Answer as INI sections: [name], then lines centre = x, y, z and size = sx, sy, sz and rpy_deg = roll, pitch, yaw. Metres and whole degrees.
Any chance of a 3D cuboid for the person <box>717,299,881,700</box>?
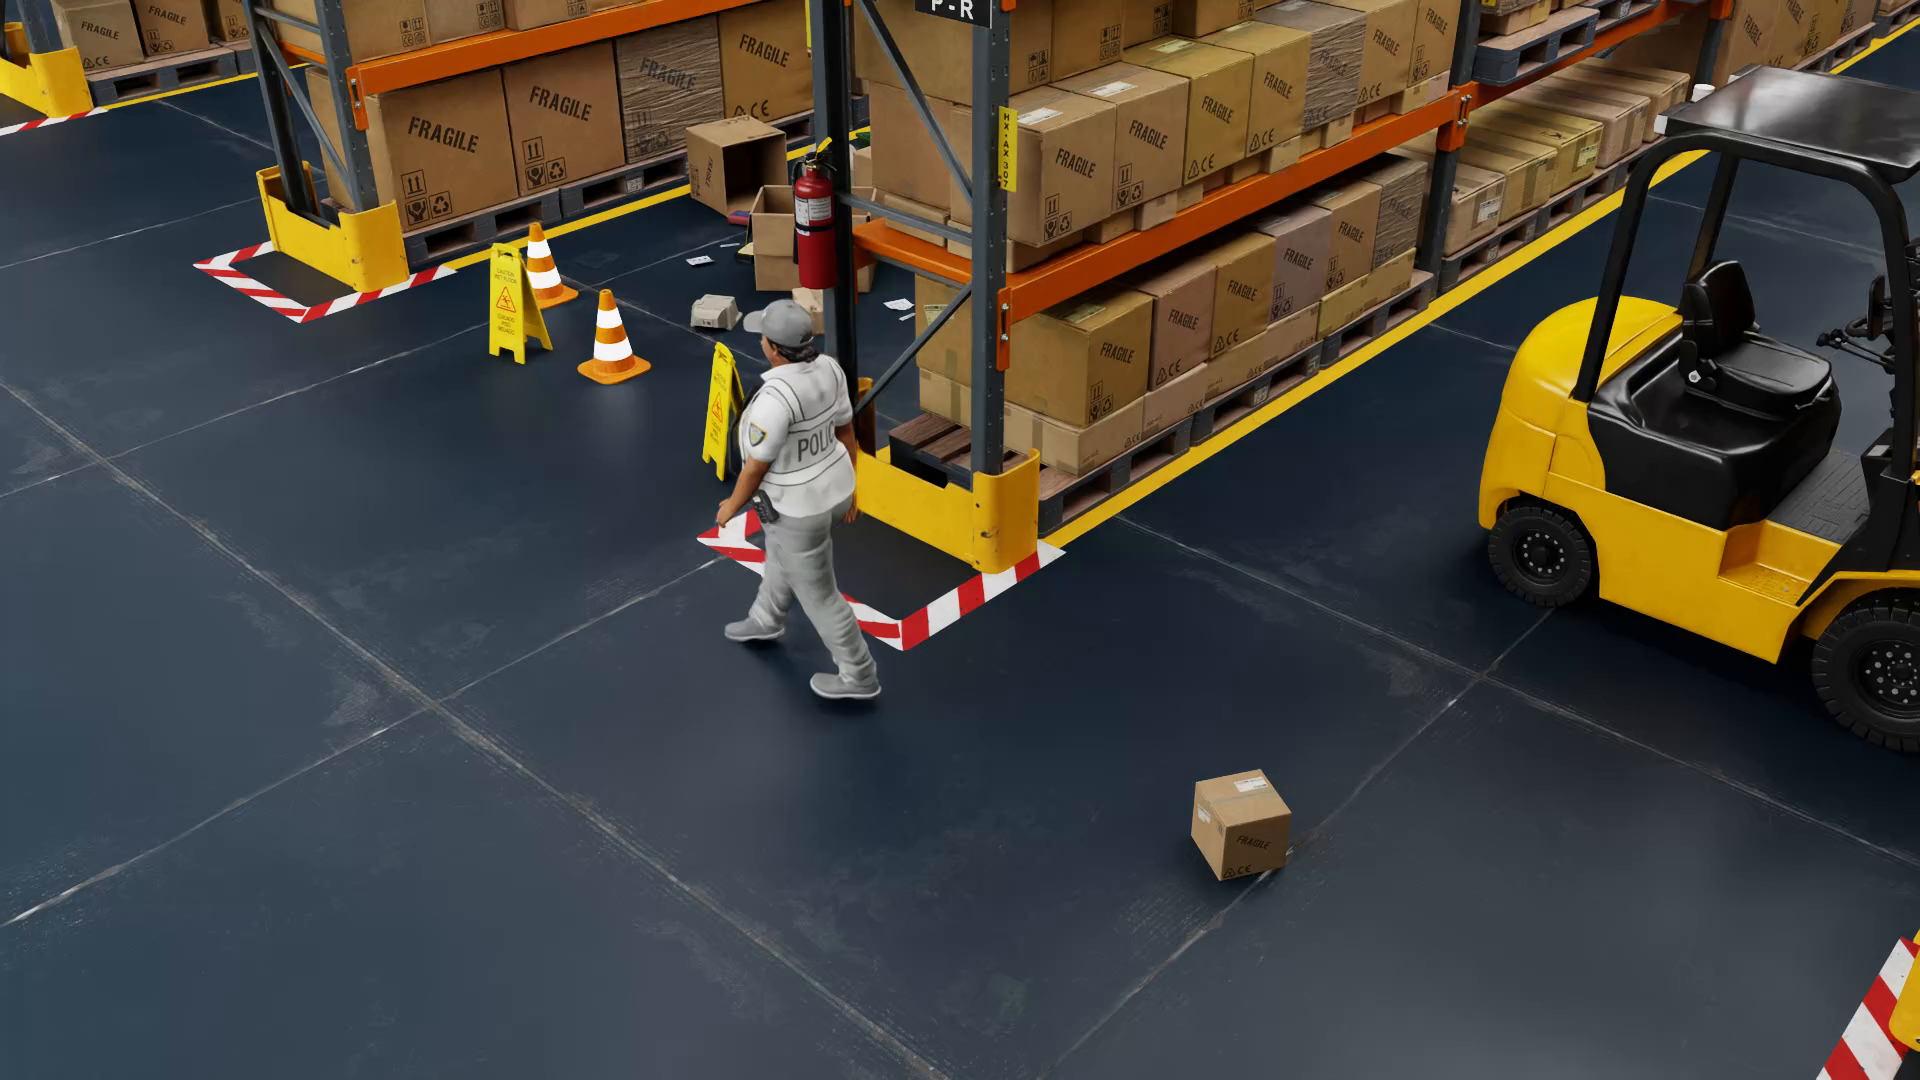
[person]
centre = -0.682, -0.153, 6.385
size = 0.840, 1.668, 0.495
rpy_deg = 15, 34, 23
